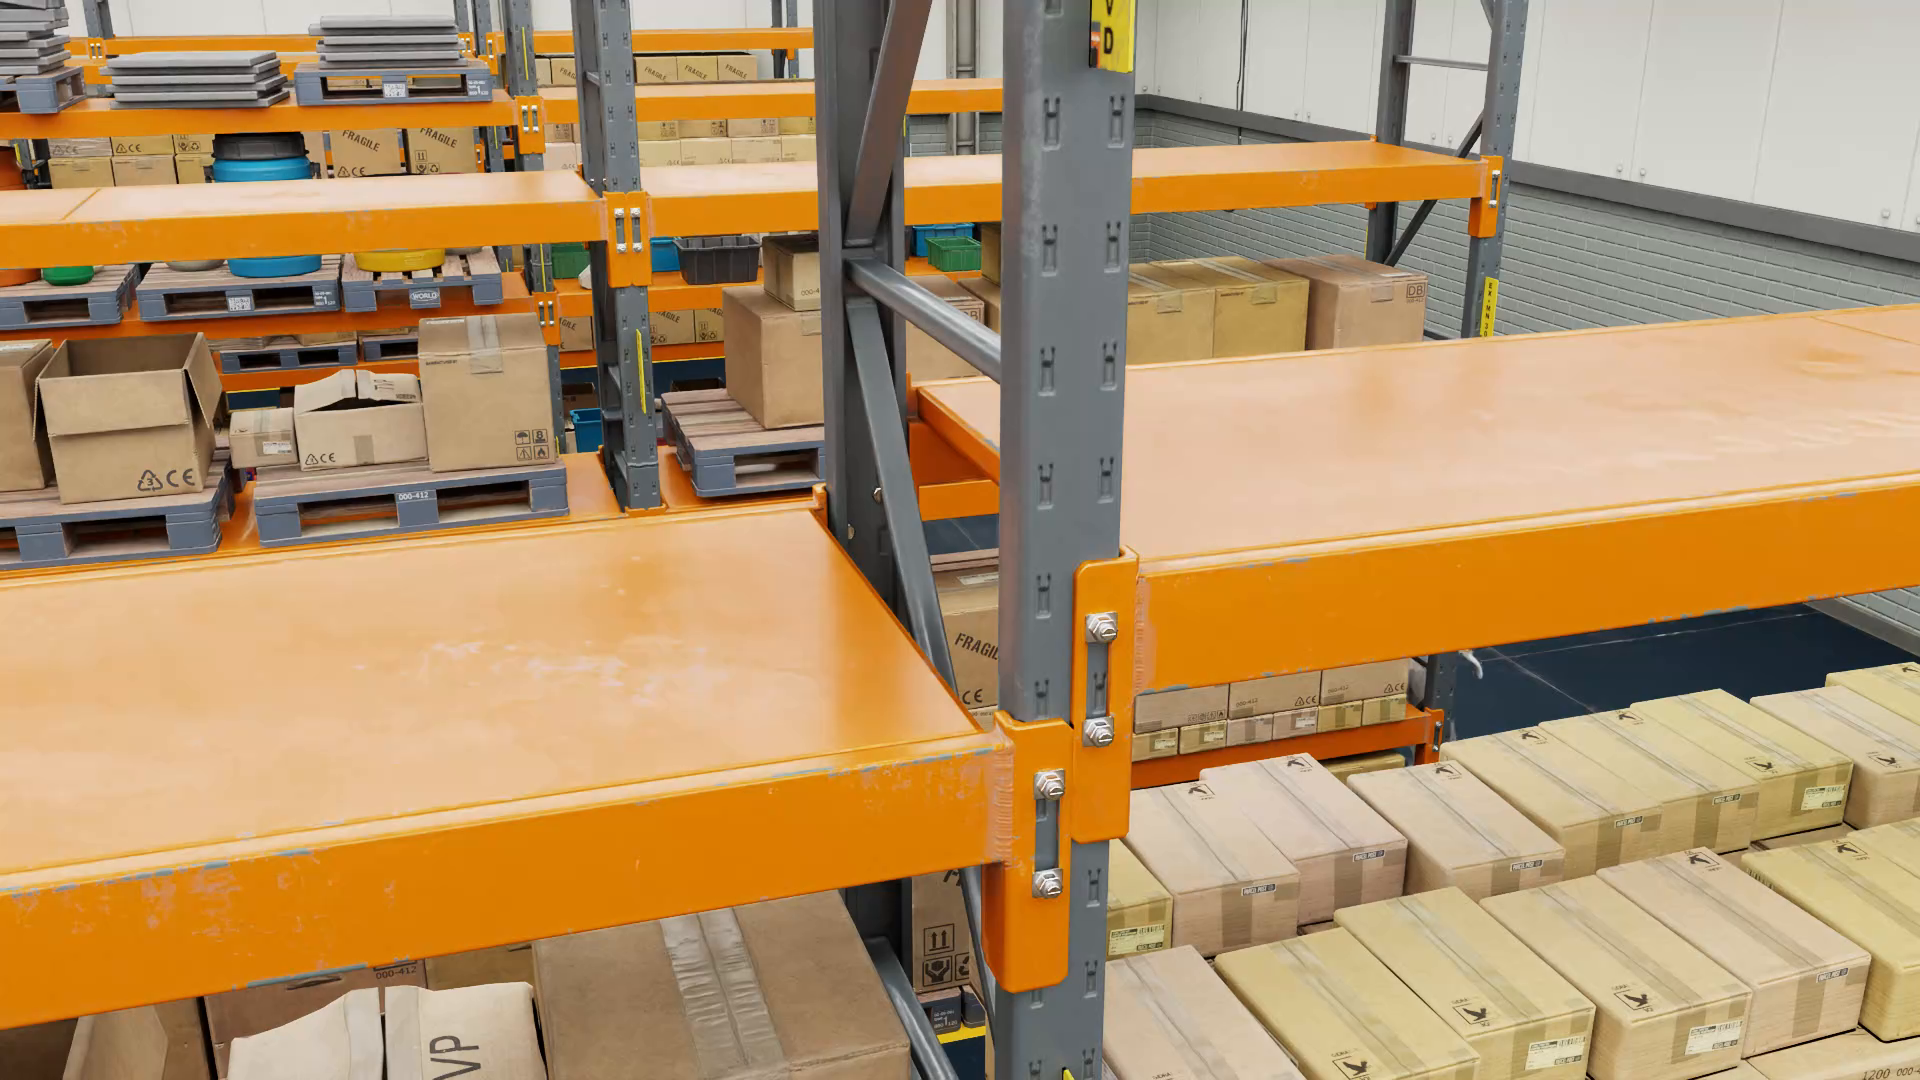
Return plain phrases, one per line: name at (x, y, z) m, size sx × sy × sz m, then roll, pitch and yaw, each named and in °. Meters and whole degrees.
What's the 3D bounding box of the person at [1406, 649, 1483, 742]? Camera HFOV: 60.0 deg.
person at (2.946, 0.766, 10.319) m, size 0.993 × 1.628 × 0.486 m, roll 13°, pitch 23°, yaw 33°
